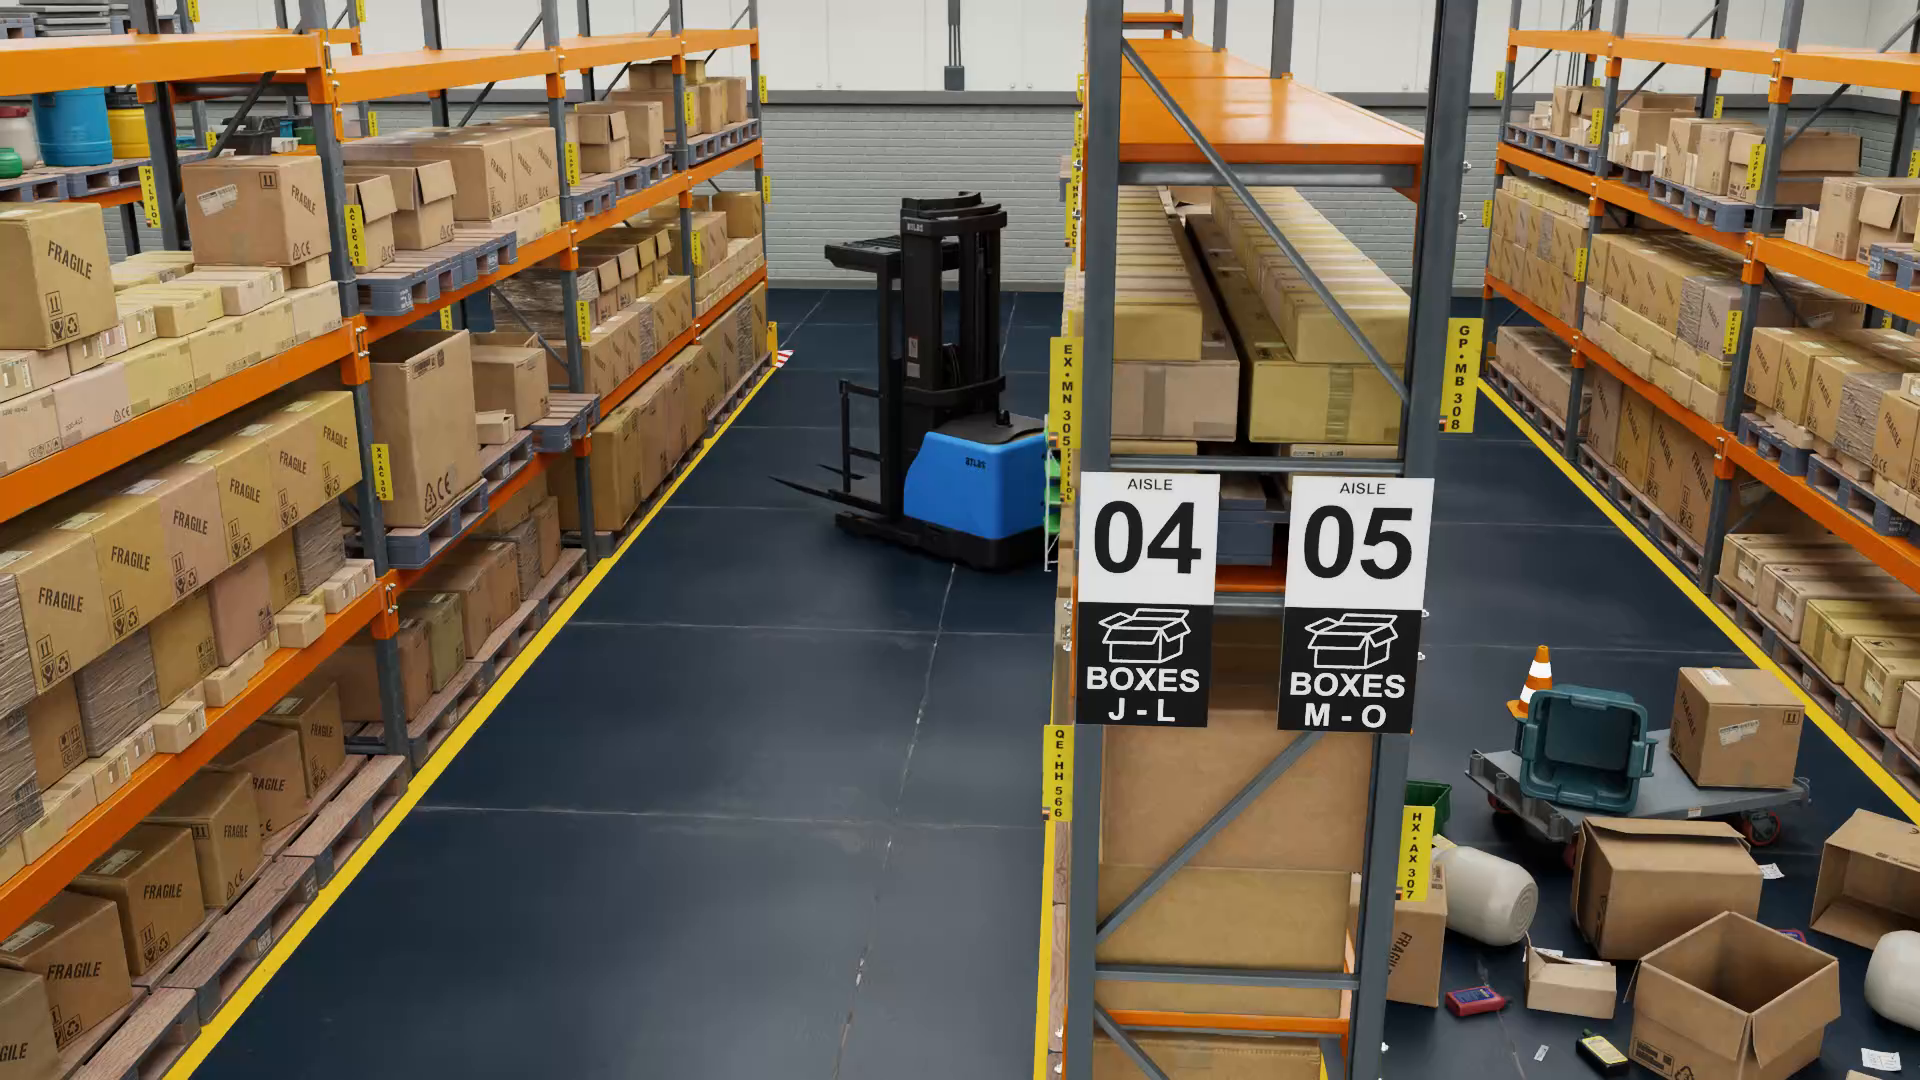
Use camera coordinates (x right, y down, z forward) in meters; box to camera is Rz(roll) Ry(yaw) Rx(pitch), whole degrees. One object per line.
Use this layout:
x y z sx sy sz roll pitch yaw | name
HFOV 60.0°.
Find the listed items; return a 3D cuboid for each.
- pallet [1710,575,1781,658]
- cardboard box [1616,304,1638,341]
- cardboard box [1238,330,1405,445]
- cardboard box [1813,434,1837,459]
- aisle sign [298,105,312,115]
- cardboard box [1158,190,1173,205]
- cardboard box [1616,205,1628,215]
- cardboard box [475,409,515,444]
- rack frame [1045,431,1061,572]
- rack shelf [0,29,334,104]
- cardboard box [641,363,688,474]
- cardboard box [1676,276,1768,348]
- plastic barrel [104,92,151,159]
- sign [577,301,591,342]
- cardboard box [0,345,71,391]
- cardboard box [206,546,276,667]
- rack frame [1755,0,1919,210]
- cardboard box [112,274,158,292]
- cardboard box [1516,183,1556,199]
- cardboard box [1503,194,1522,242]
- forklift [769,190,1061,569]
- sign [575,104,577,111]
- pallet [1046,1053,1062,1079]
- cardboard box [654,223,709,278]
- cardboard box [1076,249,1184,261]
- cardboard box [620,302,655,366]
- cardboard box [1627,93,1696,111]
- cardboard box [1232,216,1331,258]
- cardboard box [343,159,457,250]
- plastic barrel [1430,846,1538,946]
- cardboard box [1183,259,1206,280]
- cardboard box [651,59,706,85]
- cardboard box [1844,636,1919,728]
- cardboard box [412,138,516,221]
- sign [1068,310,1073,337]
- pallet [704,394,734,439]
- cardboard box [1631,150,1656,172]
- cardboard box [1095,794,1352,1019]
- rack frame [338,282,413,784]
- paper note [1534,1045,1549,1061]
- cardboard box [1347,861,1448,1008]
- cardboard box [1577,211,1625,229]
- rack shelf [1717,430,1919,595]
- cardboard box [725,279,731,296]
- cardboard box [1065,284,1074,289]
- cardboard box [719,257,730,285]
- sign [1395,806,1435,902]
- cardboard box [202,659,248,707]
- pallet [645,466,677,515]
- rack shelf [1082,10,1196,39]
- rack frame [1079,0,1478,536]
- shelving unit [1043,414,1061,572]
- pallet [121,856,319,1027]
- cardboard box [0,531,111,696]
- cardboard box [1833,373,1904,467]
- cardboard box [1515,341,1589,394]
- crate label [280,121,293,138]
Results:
6.308 0.566 12.356 1.003 0.211 1.213 1 18 4 | pallet
6.268 -1.961 15.029 0.500 0.250 0.500 2 18 5 | cardboard box
1.139 -0.483 5.190 0.500 0.250 0.500 1 18 4 | cardboard box
6.058 -0.652 11.326 0.380 0.149 0.250 2 18 7 | cardboard box
-8.176 -5.082 20.942 0.394 0.787 0.004 1 18 4 | aisle sign
1.041 -2.018 10.255 0.500 0.311 0.500 1 18 2 | cardboard box
6.913 -3.327 16.953 0.380 0.149 0.250 1 18 3 | cardboard box
-3.369 -0.835 11.694 0.396 0.266 0.258 1 18 2 | cardboard box
0.817 -0.299 13.408 0.240 1.200 0.015 0 21 0 | rack frame
-3.949 -1.867 6.829 1.077 0.370 4.000 1 18 4 | rack shelf
-3.321 -1.178 15.940 1.225 0.875 0.875 1 18 2 | cardboard box
6.171 -1.850 13.486 0.500 0.500 0.500 2 18 5 | cardboard box
-8.035 -4.002 16.026 0.600 0.588 0.600 0 18 0 | plastic barrel
-2.977 -1.726 13.142 0.100 0.325 0.005 1 18 4 | sign
-3.719 -0.680 6.465 0.380 0.149 0.250 1 18 4 | cardboard box
-3.906 0.281 8.110 0.875 0.500 0.500 1 18 4 | cardboard box
6.366 -3.853 11.728 1.000 3.000 0.127 1 18 4 | rack frame
-4.102 -1.185 8.005 0.380 0.149 0.250 2 18 6 | cardboard box
6.556 -3.970 18.913 0.380 0.149 0.250 1 18 2 | cardboard box
6.591 -3.706 19.148 0.500 0.500 0.500 1 18 2 | cardboard box
-0.455 -1.527 14.377 3.031 2.935 1.130 16 24 41 | forklift
-3.785 -4.186 16.606 0.100 0.325 0.005 1 18 4 | sign
0.827 2.479 6.519 1.003 0.211 1.213 1 18 4 | pallet
-2.942 -3.035 17.426 0.500 0.500 0.500 1 18 4 | cardboard box
0.608 -0.955 5.992 0.380 0.149 0.250 1 18 4 | cardboard box
-3.107 -1.890 15.213 0.500 0.500 0.500 1 18 4 | cardboard box
6.904 -4.142 16.434 0.500 0.500 0.500 2 18 5 | cardboard box
1.335 -1.258 6.915 0.380 0.149 0.250 1 18 3 | cardboard box
-3.606 -2.091 10.330 0.797 0.503 0.637 2 18 6 | cardboard box
2.583 1.772 8.334 0.512 0.421 0.421 17 25 41 | plastic barrel
0.714 -0.965 6.661 0.500 0.250 0.500 1 18 4 | cardboard box
-3.100 -5.157 18.326 0.500 0.250 0.500 1 18 2 | cardboard box
6.162 0.904 10.394 0.950 0.372 0.625 2 18 7 | cardboard box
-3.380 -2.467 11.353 0.500 0.500 0.500 2 18 5 | cardboard box
0.879 -1.603 12.764 0.100 0.325 0.005 1 18 4 | sign
-3.099 -1.374 18.279 1.003 0.211 1.213 1 18 4 | pallet
6.213 -3.373 14.782 0.380 0.166 0.250 0 18 0 | cardboard box
0.829 1.216 5.653 0.875 0.550 0.550 1 18 4 | cardboard box
-3.805 0.019 9.546 1.000 3.000 0.127 1 18 4 | rack frame
2.596 2.289 7.422 0.032 0.001 0.123 12 22 32 | paper note
2.047 1.853 7.960 0.500 0.500 0.500 4 19 13 | cardboard box
6.357 -3.178 16.495 0.380 0.149 0.250 1 18 3 | cardboard box
6.223 -0.039 10.879 1.077 0.370 4.000 1 18 4 | rack shelf
-2.786 -2.833 18.655 0.380 0.149 0.250 1 18 5 | cardboard box
1.148 -2.251 15.248 0.380 0.149 0.250 1 18 3 | cardboard box
-2.865 -2.991 18.496 0.500 0.250 0.500 2 18 5 | cardboard box
1.401 0.969 5.131 0.100 0.325 0.005 1 18 4 | sign
-3.650 0.678 7.941 0.380 0.149 0.250 1 18 4 | cardboard box
-3.297 -0.519 15.667 1.003 0.211 1.213 1 18 4 | pallet
1.852 -5.452 17.770 1.077 0.370 4.000 1 18 4 | rack shelf
0.848 -1.447 4.387 1.000 3.000 0.127 1 18 4 | rack frame
0.815 -0.386 13.636 0.258 1.200 0.503 0 21 0 | shelving unit
-3.903 1.934 8.182 1.003 0.211 1.213 1 18 4 | pallet
-3.738 0.278 6.514 0.500 0.500 0.500 1 18 4 | cardboard box
5.998 -0.773 10.653 0.500 0.500 0.500 1 18 2 | cardboard box
6.935 -1.977 19.079 0.875 0.438 0.875 2 18 5 | cardboard box
-8.274 -4.893 19.962 0.408 0.251 0.502 1 18 4 | crate label
